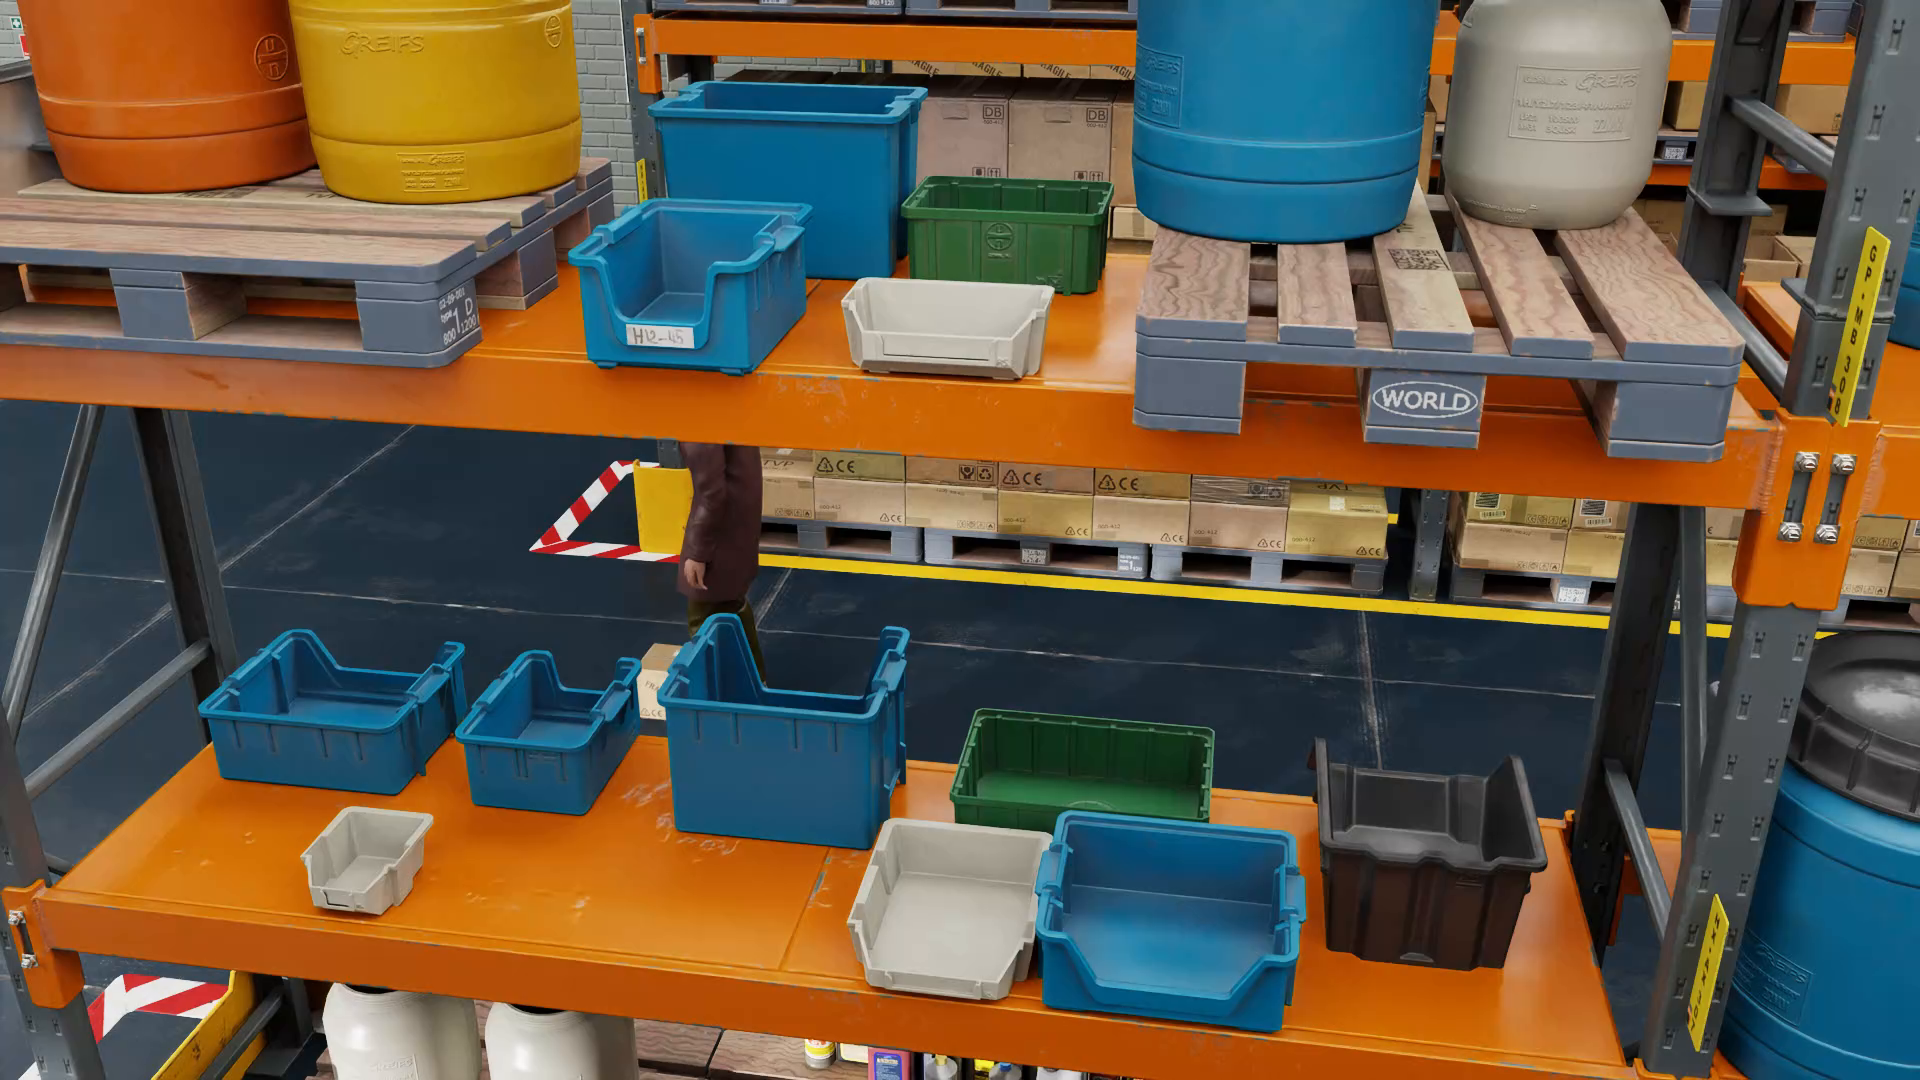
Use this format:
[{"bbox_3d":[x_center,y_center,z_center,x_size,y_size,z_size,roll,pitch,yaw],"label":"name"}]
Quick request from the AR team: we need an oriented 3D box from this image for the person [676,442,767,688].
[{"bbox_3d":[-1.060,-0.027,7.183,0.428,1.773,0.651,2,25,5],"label":"person"}]
